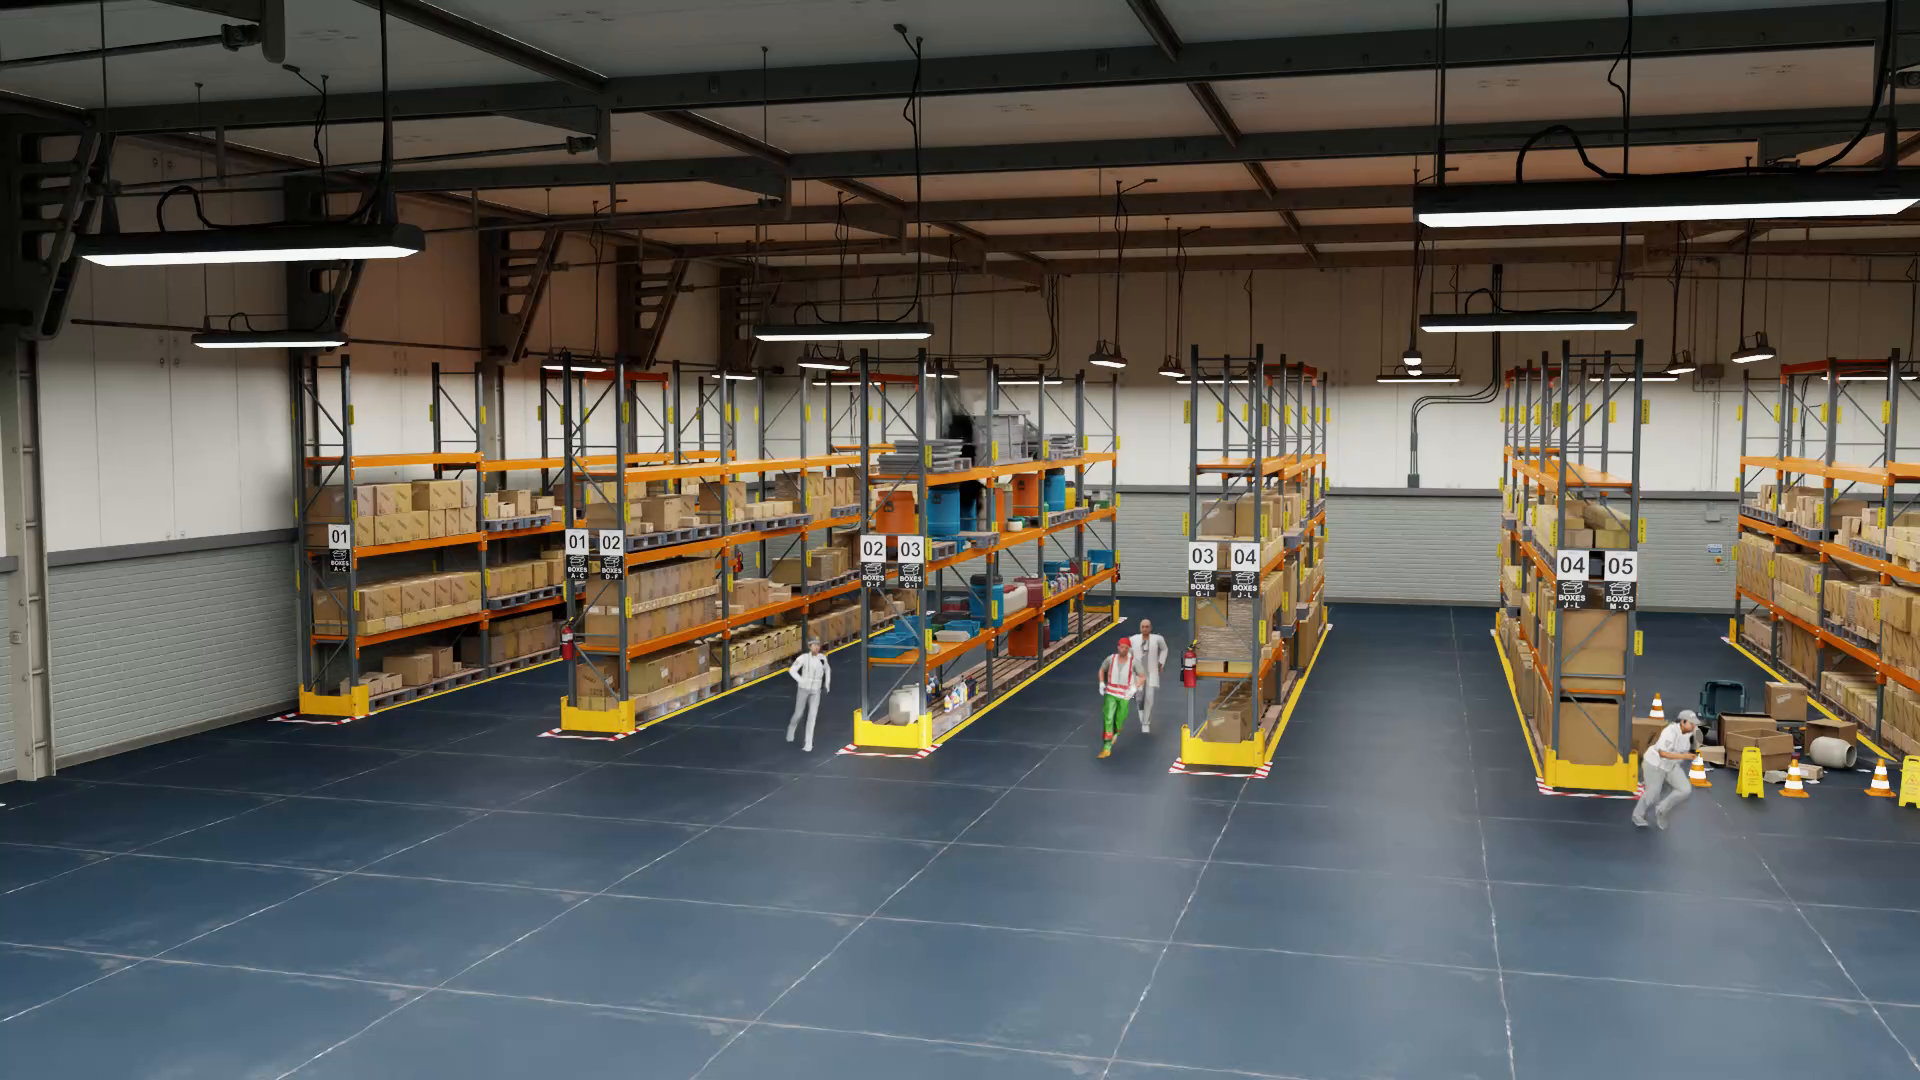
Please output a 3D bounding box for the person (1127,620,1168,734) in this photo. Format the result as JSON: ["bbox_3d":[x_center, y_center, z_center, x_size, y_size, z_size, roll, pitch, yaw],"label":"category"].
[{"bbox_3d":[2.962,2.133,26.499,0.695,1.763,0.991,1,4,9],"label":"person"}]

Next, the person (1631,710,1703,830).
[{"bbox_3d":[8.519,2.746,19.982,0.640,1.516,0.911,-2,5,-29],"label":"person"}]

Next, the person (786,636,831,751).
[{"bbox_3d":[-2.244,2.277,25.109,0.674,1.673,0.918,-1,4,-16],"label":"person"}]

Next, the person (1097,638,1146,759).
[{"bbox_3d":[2.383,2.295,24.543,0.708,1.752,0.844,1,4,13],"label":"person"}]
